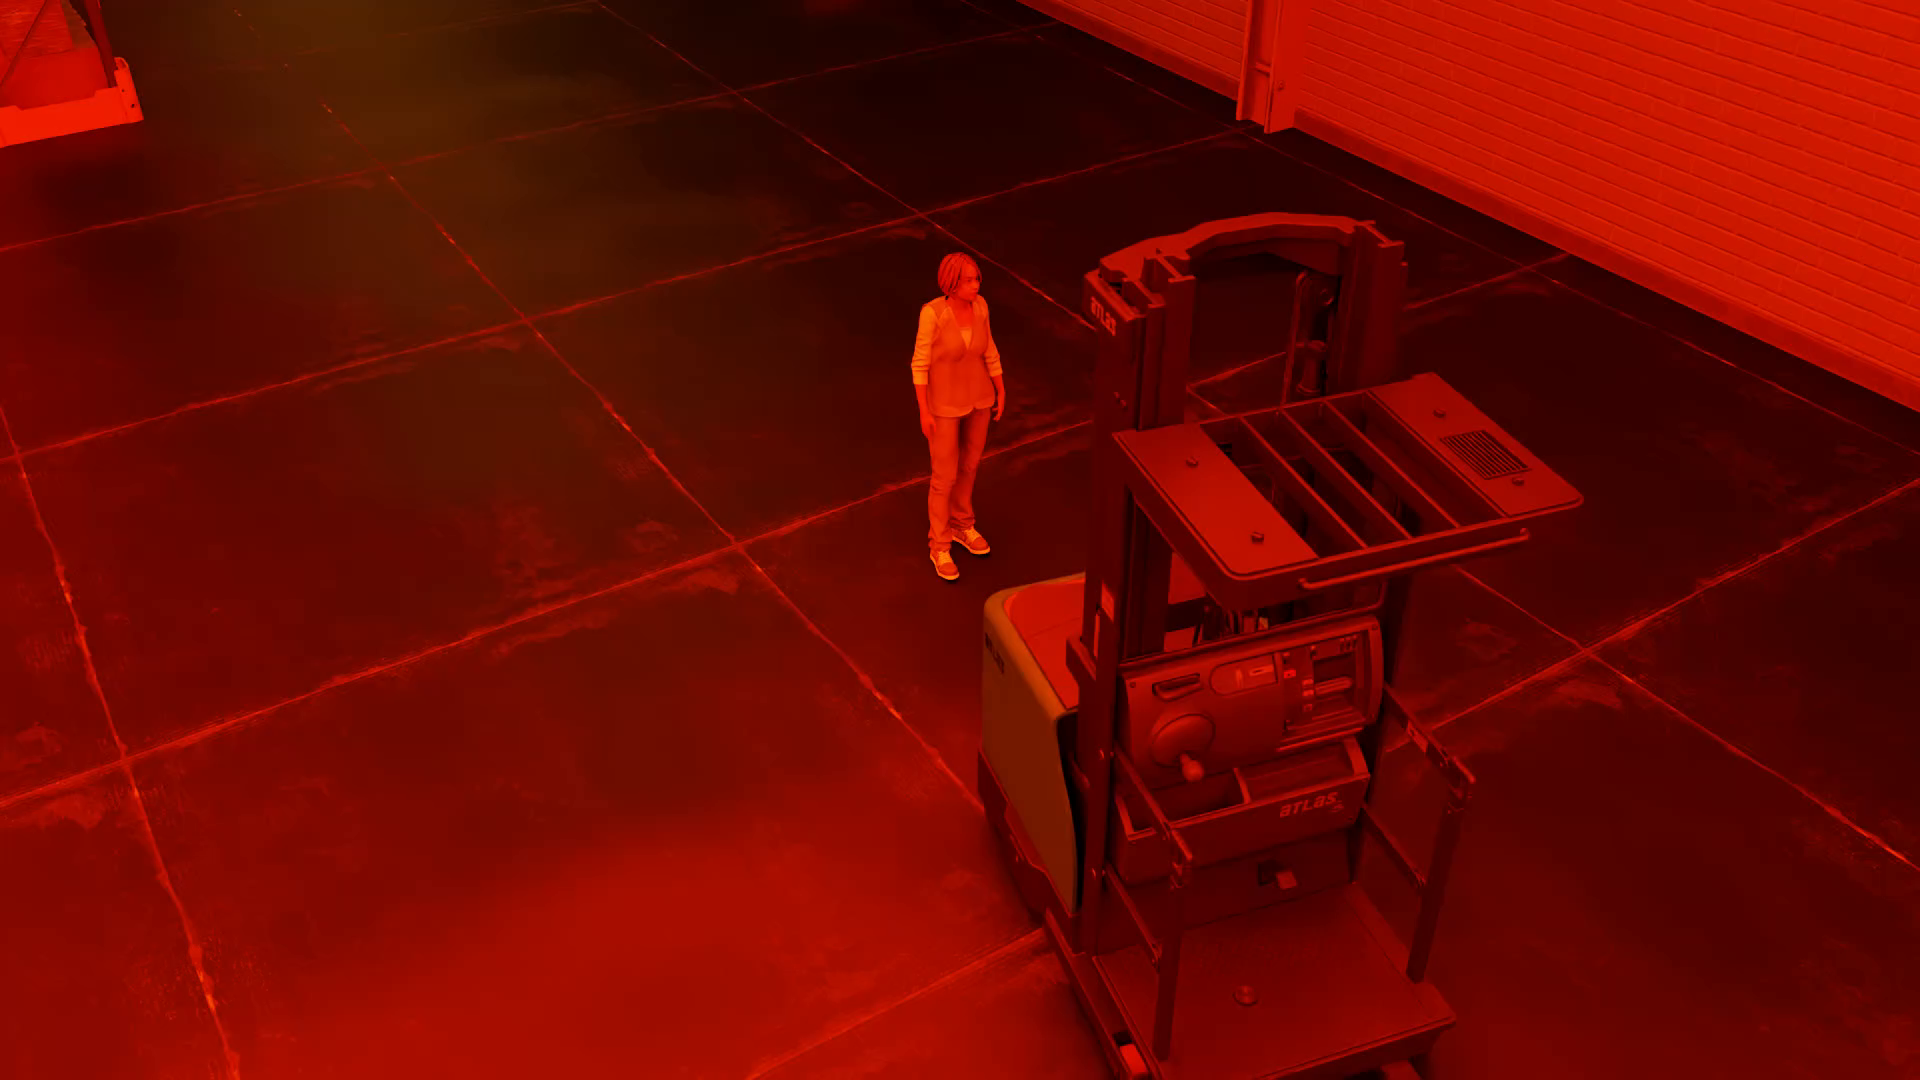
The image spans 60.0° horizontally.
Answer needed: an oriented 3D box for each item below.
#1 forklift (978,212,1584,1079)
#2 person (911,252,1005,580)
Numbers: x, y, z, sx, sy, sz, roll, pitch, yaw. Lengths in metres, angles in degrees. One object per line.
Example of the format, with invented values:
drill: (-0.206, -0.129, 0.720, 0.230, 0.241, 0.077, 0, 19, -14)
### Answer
forklift: (1.049, 0.592, 5.306, 1.130, 2.935, 3.031, -12, 37, -16)
person: (0.029, -0.619, 8.177, 0.521, 1.599, 0.473, -21, 40, -27)
